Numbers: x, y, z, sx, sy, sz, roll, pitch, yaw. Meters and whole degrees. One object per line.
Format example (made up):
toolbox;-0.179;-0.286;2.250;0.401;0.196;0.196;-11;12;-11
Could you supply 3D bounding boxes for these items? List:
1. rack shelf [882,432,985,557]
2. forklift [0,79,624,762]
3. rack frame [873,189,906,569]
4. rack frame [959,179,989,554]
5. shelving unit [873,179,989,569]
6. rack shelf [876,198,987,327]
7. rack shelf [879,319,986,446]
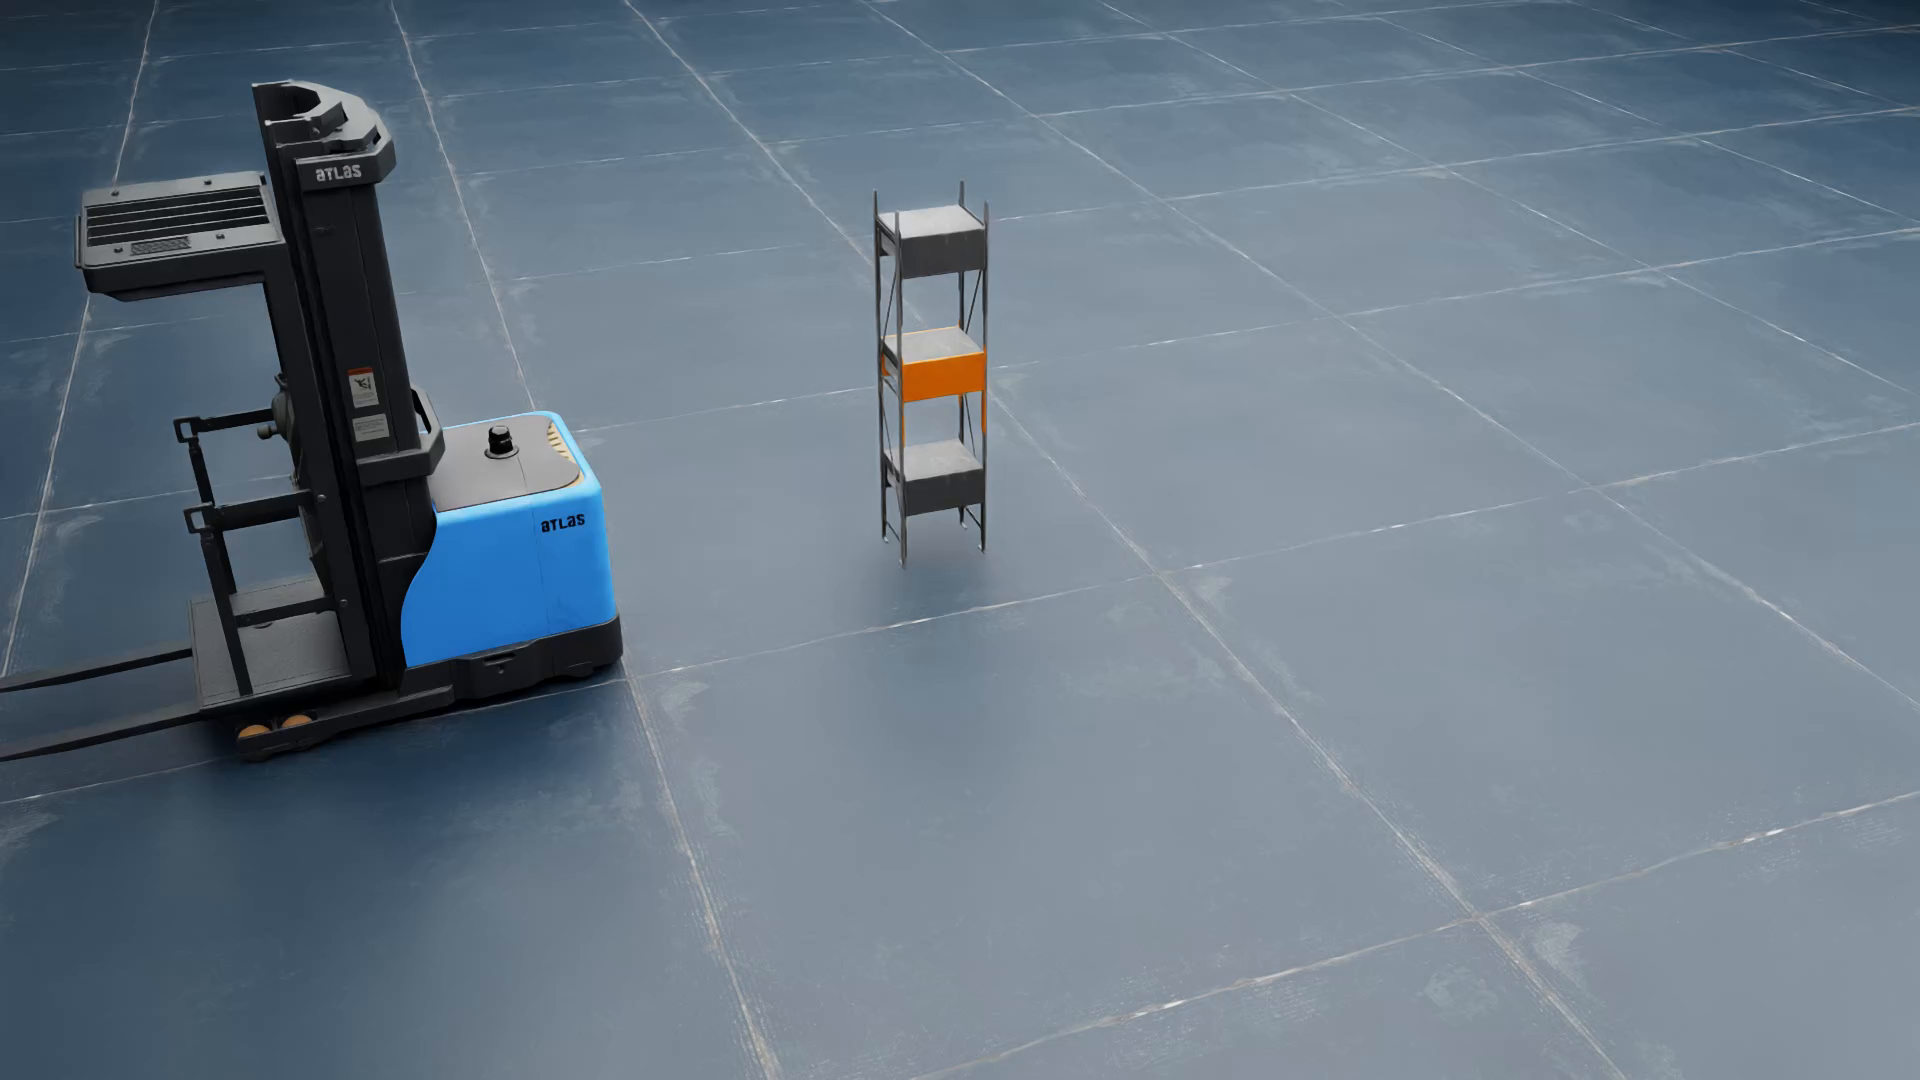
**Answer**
rack shelf;-0.155;-0.264;9.533;0.480;0.518;0.431;-10;31;-18
forklift;-3.298;-0.522;7.705;3.031;2.935;1.130;-13;32;-21
rack frame;-0.384;-0.842;9.106;0.015;2.100;0.400;-10;31;-18
rack frame;0.074;-0.926;9.254;0.015;2.100;0.400;-10;31;-18
shelving unit;-0.155;-0.884;9.180;0.503;2.100;0.431;-10;31;-18
rack shelf;-0.155;-1.480;8.840;0.480;0.518;0.431;-10;31;-18
rack shelf;-0.155;-0.872;9.187;0.480;0.518;0.431;-10;31;-18
